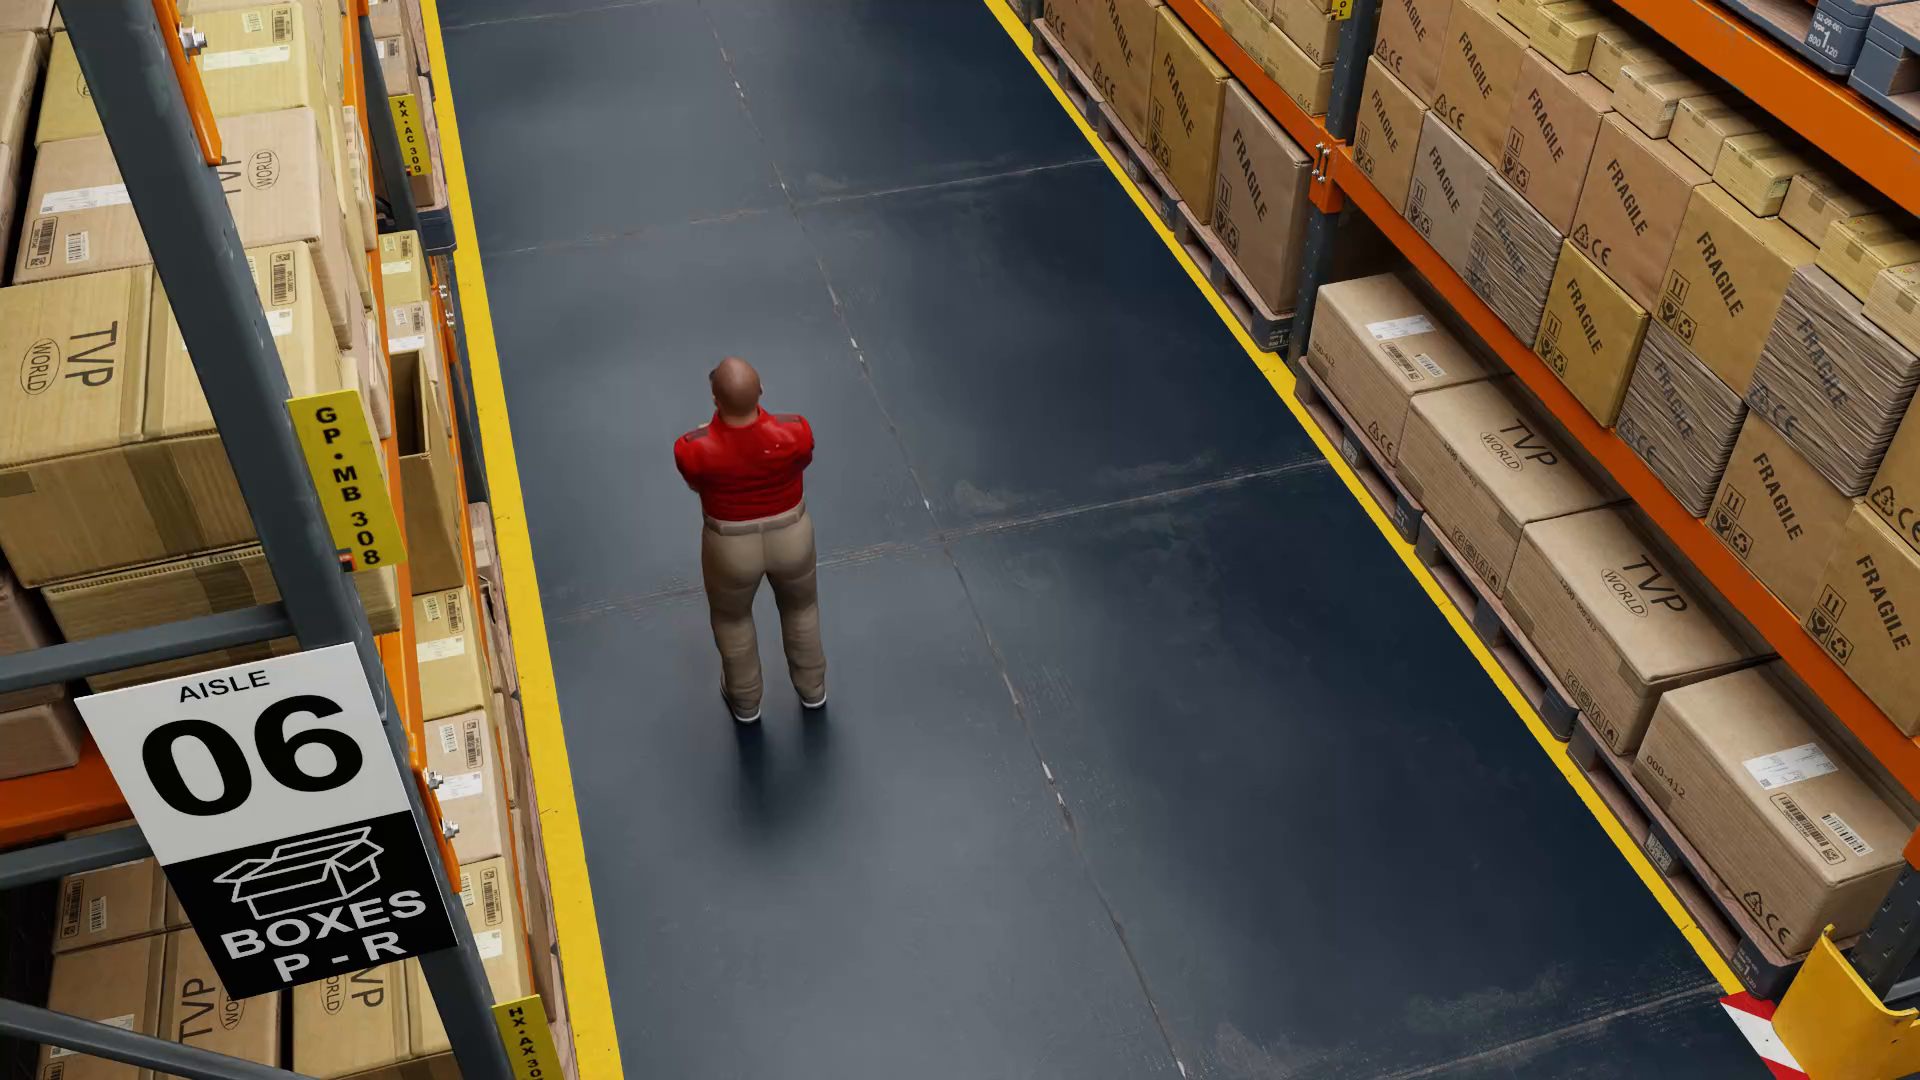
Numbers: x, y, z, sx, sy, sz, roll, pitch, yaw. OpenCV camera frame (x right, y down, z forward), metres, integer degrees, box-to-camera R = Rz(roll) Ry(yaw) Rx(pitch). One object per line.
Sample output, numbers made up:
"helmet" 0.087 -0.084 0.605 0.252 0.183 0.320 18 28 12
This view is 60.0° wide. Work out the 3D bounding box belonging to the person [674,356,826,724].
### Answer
"person" -0.791 -0.057 6.245 0.495 1.715 0.530 -11 43 -12
